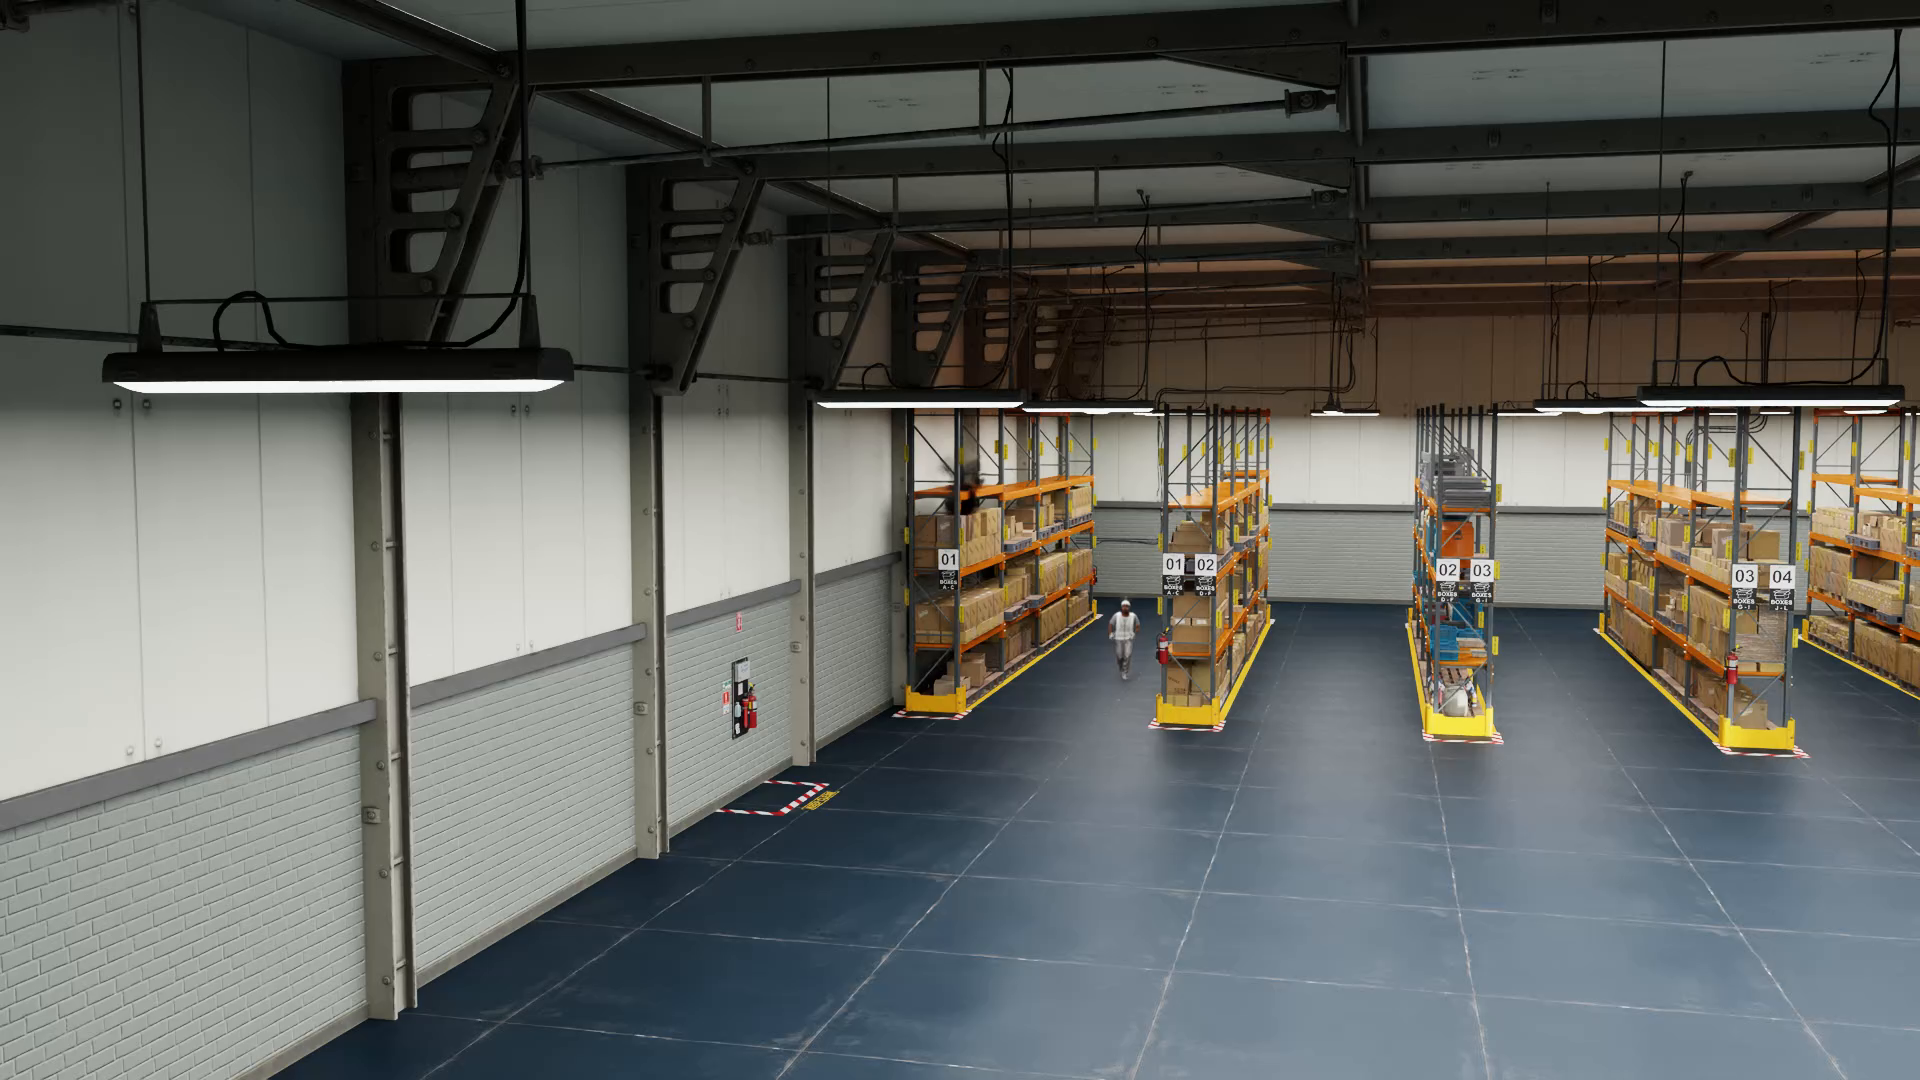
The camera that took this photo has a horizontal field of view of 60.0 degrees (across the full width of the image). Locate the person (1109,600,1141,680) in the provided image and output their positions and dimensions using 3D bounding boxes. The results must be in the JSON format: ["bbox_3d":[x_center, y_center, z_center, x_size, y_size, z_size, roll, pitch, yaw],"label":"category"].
[{"bbox_3d":[3.631,2.196,36.676,0.705,1.743,0.621,0,4,6],"label":"person"}]
